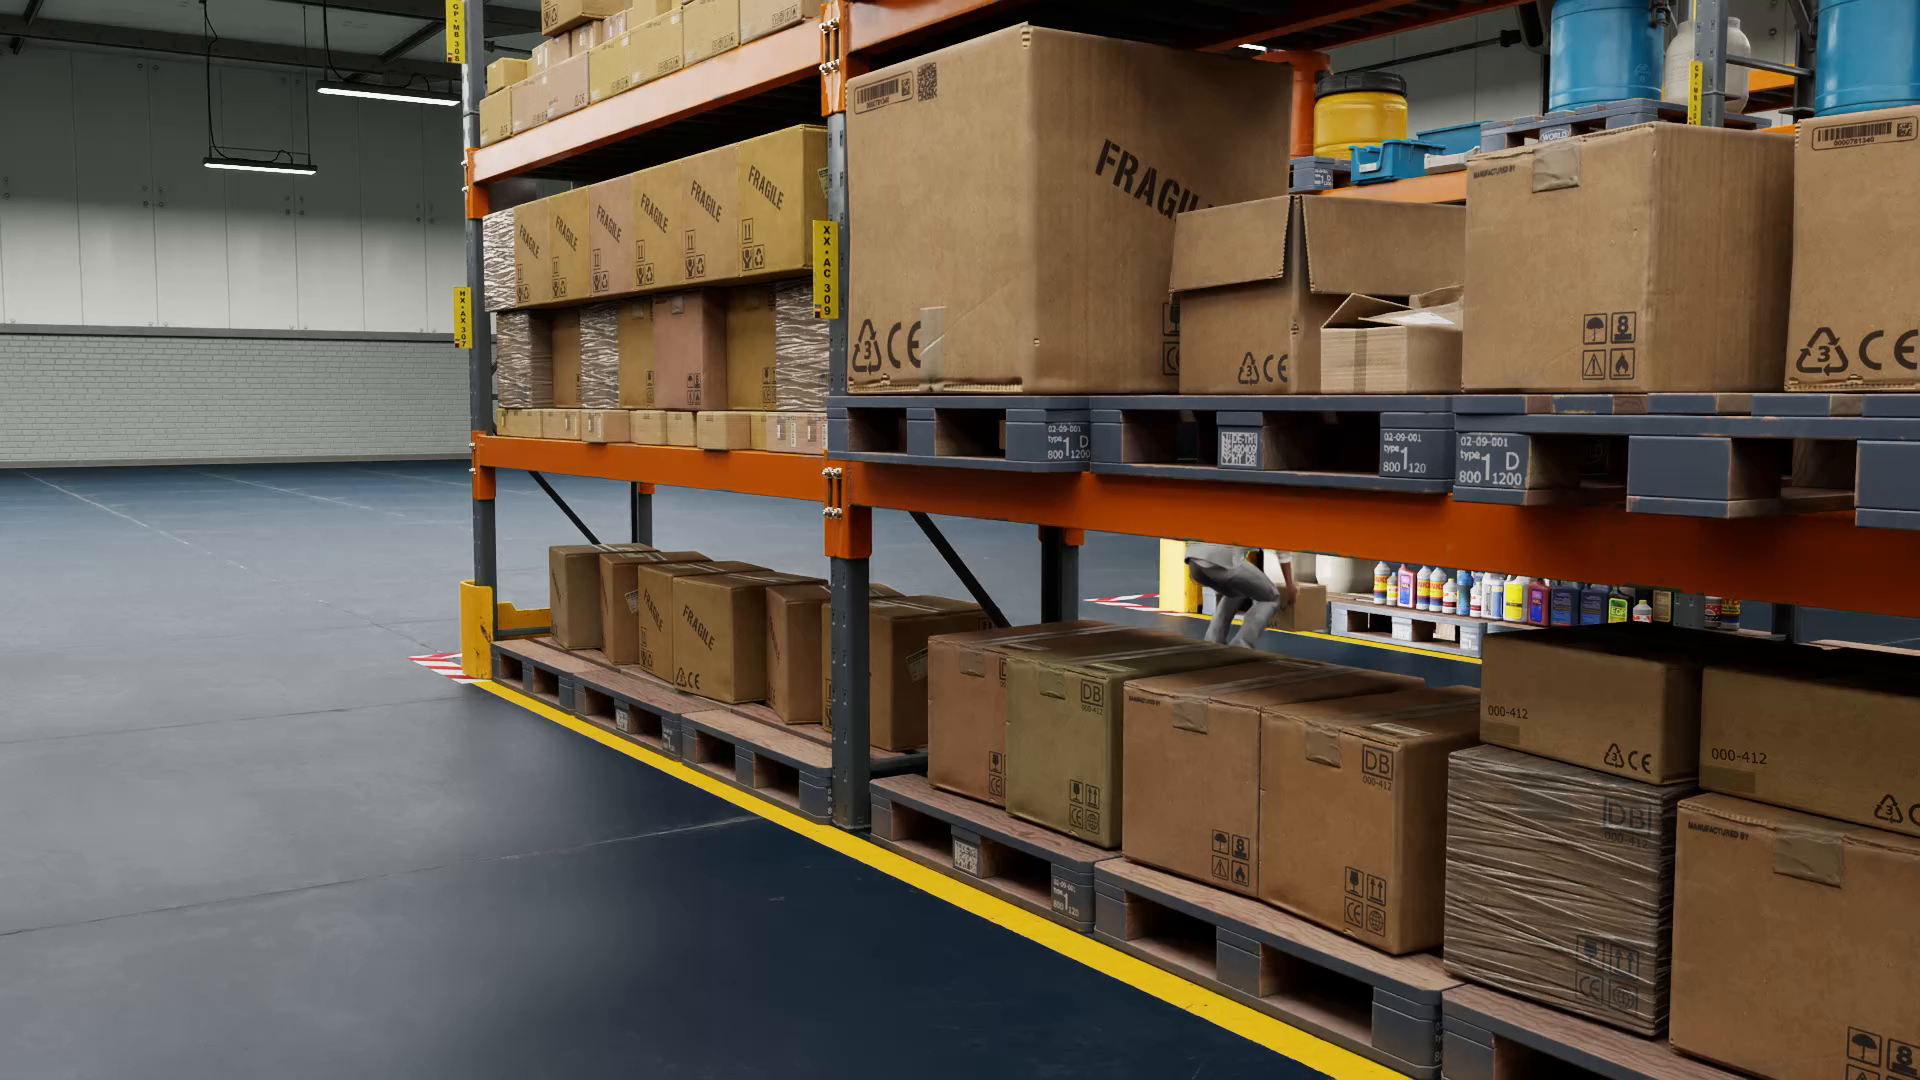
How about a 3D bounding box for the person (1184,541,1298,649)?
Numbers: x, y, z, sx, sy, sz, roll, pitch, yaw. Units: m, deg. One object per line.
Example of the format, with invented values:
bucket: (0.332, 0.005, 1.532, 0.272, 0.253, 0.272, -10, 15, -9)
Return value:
person: (1.541, 0.150, 9.206, 0.721, 1.148, 0.463, -3, 6, -34)
